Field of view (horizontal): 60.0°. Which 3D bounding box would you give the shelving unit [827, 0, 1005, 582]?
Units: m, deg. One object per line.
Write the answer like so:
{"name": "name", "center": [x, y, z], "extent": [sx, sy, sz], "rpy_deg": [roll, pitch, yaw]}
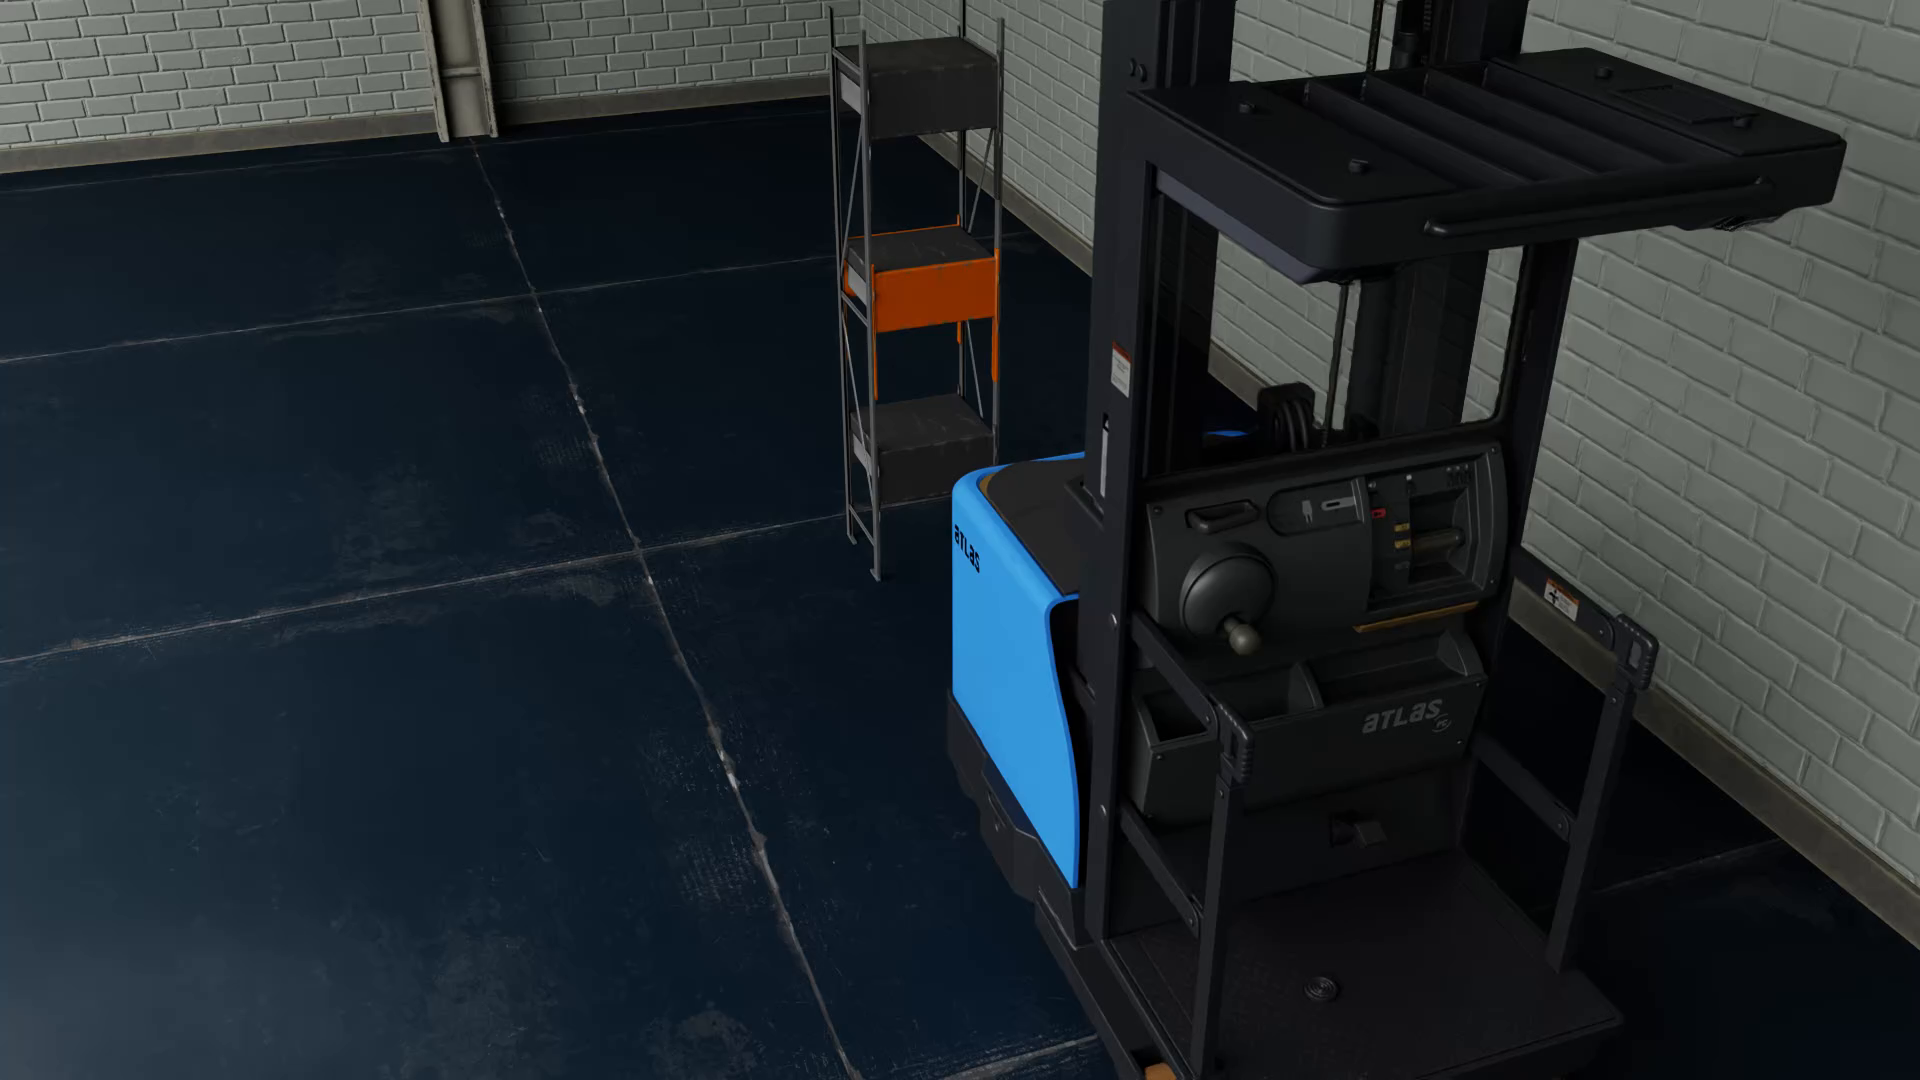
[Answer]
{"name": "shelving unit", "center": [-0.155, -0.884, 6.180], "extent": [0.503, 2.100, 0.431], "rpy_deg": [-10, 31, -18]}

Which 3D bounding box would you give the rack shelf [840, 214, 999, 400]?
{"name": "rack shelf", "center": [-0.155, -0.872, 6.187], "extent": [0.480, 0.518, 0.431], "rpy_deg": [-10, 31, -18]}

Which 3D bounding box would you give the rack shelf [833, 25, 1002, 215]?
{"name": "rack shelf", "center": [-0.155, -1.480, 5.840], "extent": [0.480, 0.518, 0.431], "rpy_deg": [-10, 31, -18]}

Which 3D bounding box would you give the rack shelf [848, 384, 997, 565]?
{"name": "rack shelf", "center": [-0.155, -0.264, 6.533], "extent": [0.480, 0.518, 0.431], "rpy_deg": [-10, 31, -18]}

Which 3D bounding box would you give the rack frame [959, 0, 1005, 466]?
{"name": "rack frame", "center": [0.074, -0.926, 6.254], "extent": [0.015, 2.100, 0.400], "rpy_deg": [-10, 31, -18]}

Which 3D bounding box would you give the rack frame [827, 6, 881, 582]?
{"name": "rack frame", "center": [-0.384, -0.842, 6.106], "extent": [0.015, 2.100, 0.400], "rpy_deg": [-10, 31, -18]}

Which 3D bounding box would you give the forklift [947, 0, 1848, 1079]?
{"name": "forklift", "center": [0.936, 0.062, 3.680], "extent": [1.130, 2.935, 3.031], "rpy_deg": [-10, 31, -17]}

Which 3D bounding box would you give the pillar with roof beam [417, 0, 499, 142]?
{"name": "pillar with roof beam", "center": [-1.995, -4.800, 6.085], "extent": [0.400, 9.000, 9.100], "rpy_deg": [-10, 31, -18]}
